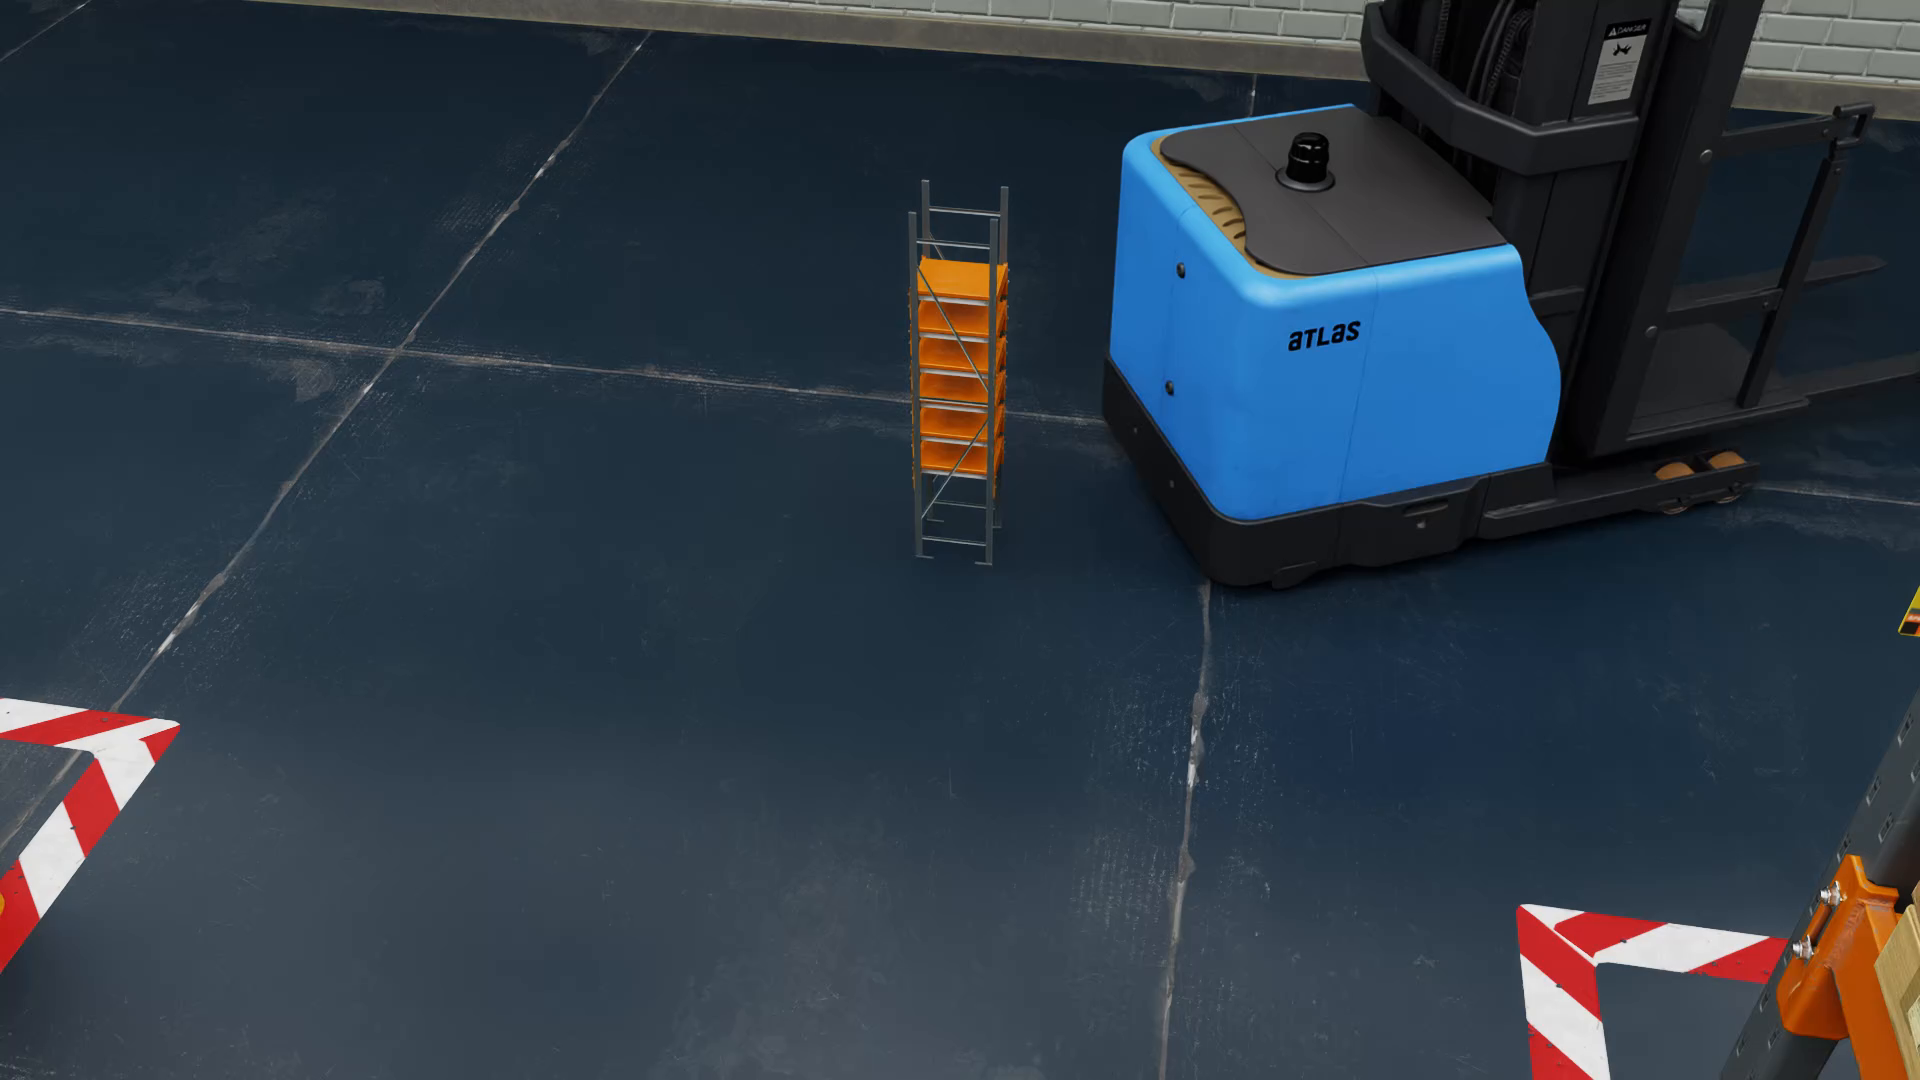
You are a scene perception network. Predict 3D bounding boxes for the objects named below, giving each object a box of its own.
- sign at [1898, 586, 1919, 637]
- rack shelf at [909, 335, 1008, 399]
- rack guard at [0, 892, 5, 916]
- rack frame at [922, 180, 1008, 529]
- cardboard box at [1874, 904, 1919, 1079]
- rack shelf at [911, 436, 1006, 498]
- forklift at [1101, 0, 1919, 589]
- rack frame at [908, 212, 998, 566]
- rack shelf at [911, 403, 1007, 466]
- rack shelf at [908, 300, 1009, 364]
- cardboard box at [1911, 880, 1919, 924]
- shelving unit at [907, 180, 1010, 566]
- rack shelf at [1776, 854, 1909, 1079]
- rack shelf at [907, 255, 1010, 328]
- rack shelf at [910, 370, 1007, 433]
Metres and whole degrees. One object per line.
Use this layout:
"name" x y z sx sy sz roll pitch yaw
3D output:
"sign" 1.355 0.010 2.205 0.100 0.325 0.005 6 40 8
"rack shelf" -0.002 -0.512 4.809 0.258 0.103 0.180 6 40 8
"rack guard" -2.974 0.741 3.961 1.175 0.500 0.348 6 40 8
"rack frame" 0.013 -0.511 4.926 0.240 1.200 0.006 6 40 8
"cardboard box" 1.510 0.667 2.286 0.380 0.149 0.250 6 40 7
"rack shelf" -0.003 -0.234 5.038 0.258 0.103 0.180 6 40 8
"forklift" 2.056 -1.523 4.792 3.031 2.935 1.130 -11 41 -13
"rack frame" -0.018 -0.396 4.787 0.240 1.200 0.006 6 40 8
"rack shelf" -0.002 -0.327 4.961 0.258 0.103 0.180 6 40 8
"rack shelf" -0.002 -0.604 4.732 0.258 0.103 0.180 6 40 8
"cardboard box" 1.539 0.501 1.978 0.500 0.500 0.500 8 40 10
"shelving unit" -0.002 -0.453 4.857 0.258 1.200 0.189 6 40 8
"rack shelf" 1.543 1.935 1.120 1.077 0.370 4.000 6 40 8
"rack shelf" -0.002 -0.697 4.656 0.258 0.103 0.180 6 40 8
"rack shelf" -0.002 -0.419 4.885 0.258 0.103 0.180 6 40 8
